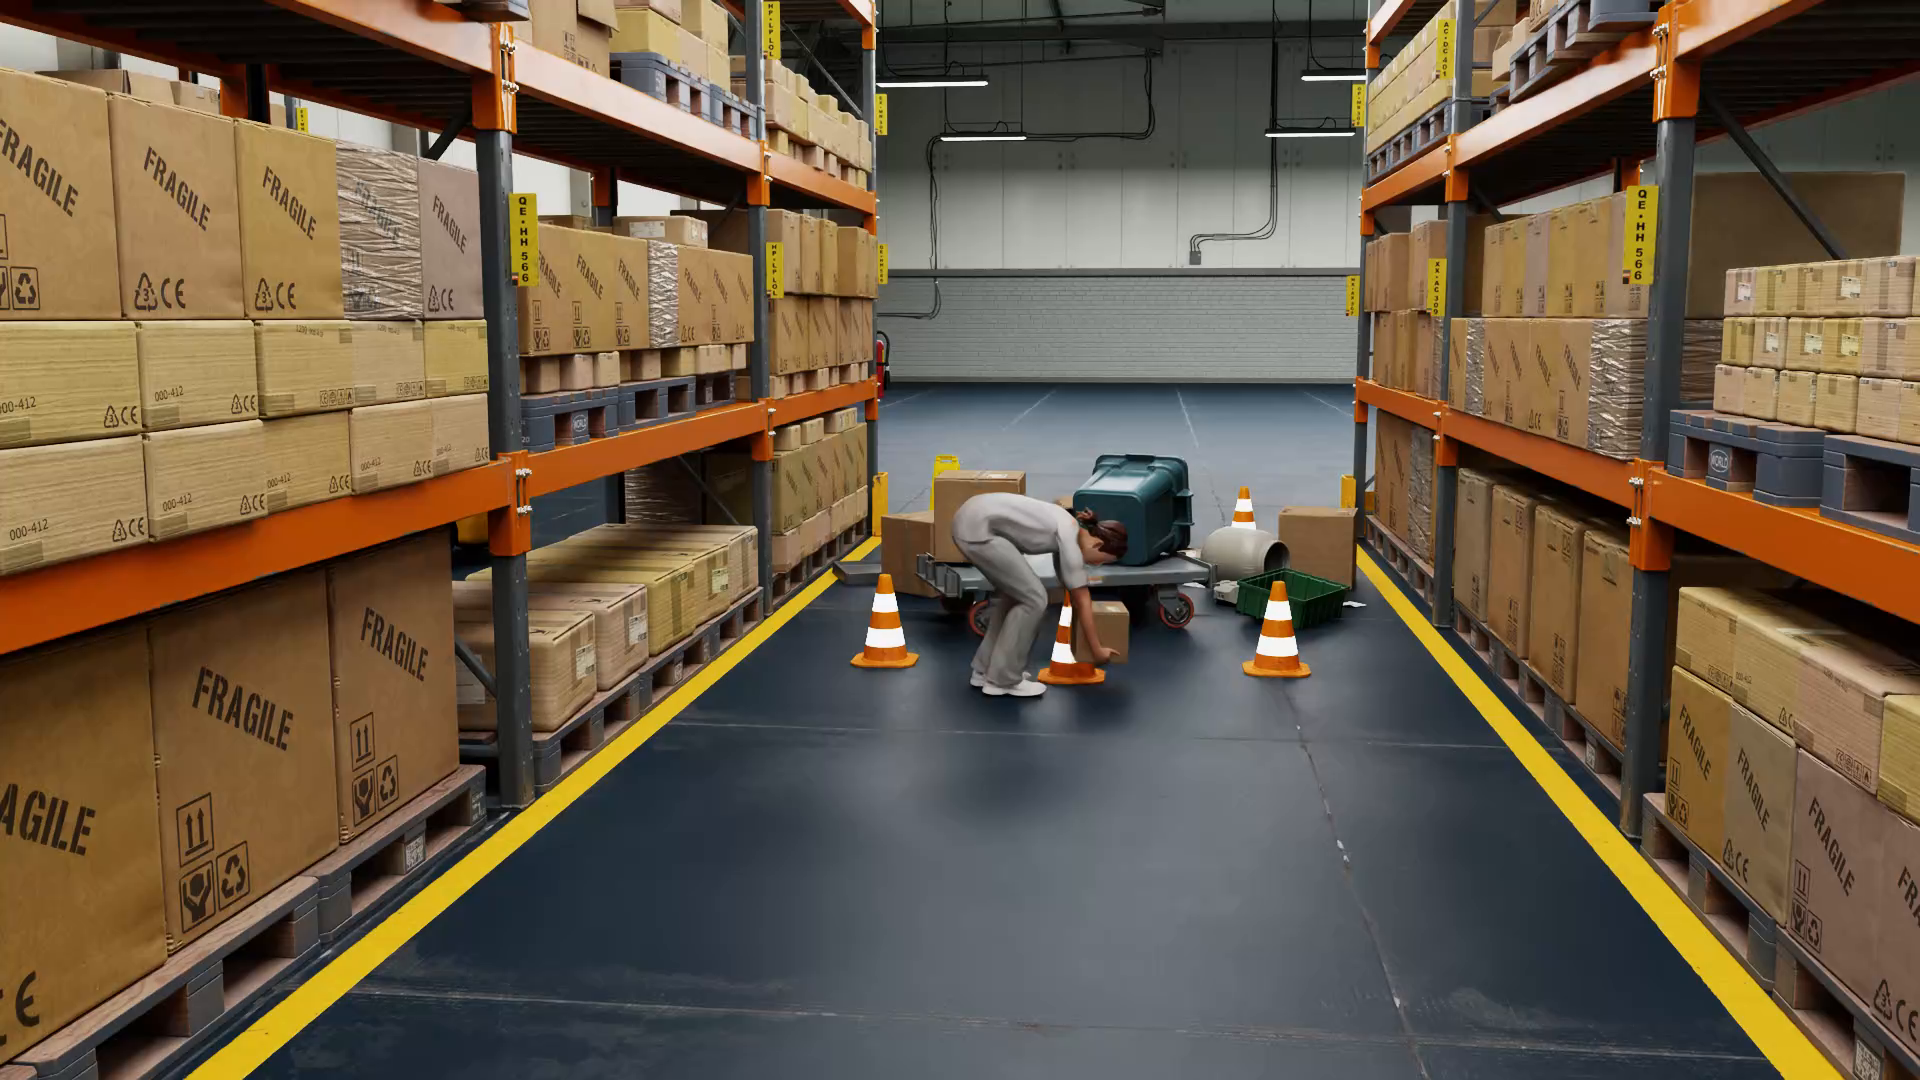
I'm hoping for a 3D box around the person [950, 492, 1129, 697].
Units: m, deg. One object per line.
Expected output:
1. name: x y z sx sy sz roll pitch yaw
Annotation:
1. person: 0.382 0.251 8.066 0.860 0.972 0.439 -1 8 -6
